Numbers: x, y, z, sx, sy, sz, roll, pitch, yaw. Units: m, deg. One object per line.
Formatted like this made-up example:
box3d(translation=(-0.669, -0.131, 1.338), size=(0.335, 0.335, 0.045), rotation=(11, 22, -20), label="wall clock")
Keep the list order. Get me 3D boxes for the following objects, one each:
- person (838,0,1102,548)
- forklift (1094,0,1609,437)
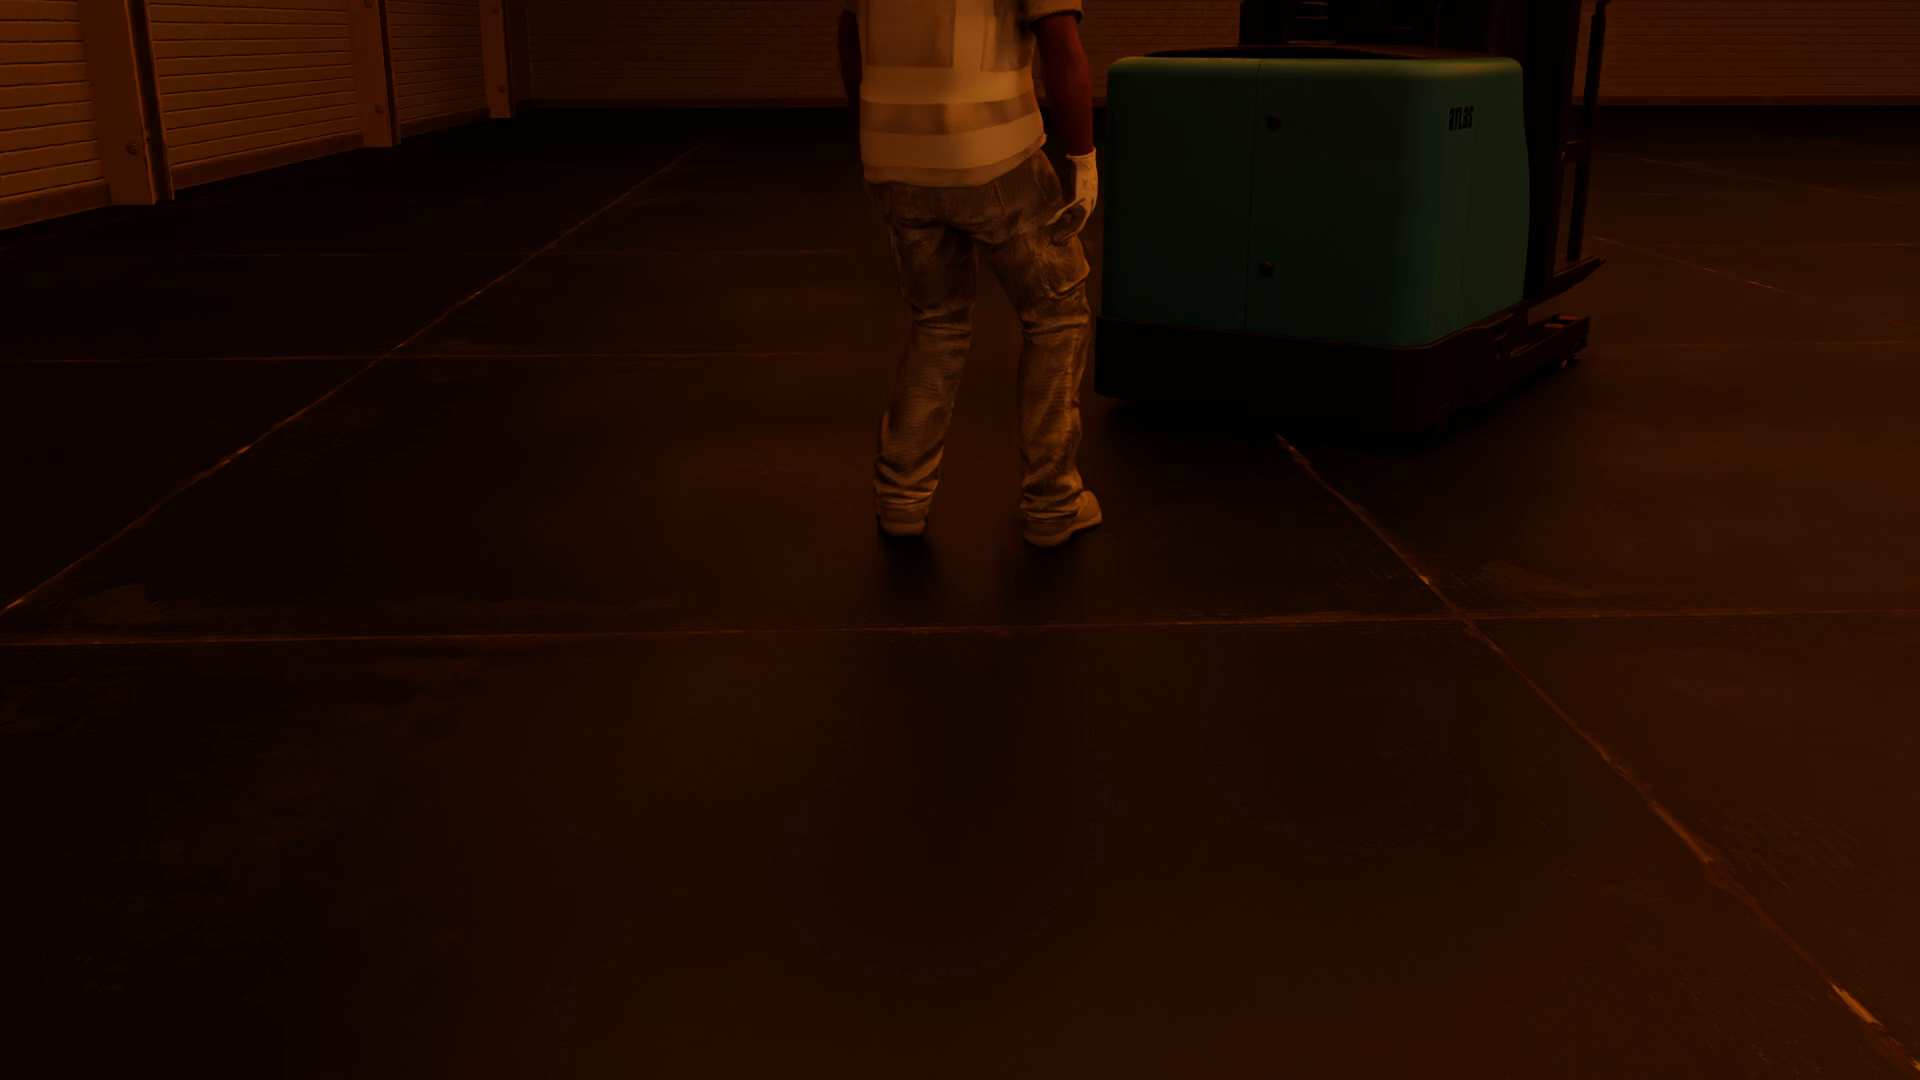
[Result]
box3d(translation=(0.040, -0.864, 3.756), size=(0.664, 1.756, 0.513), rotation=(12, 21, 34), label="person")
box3d(translation=(1.643, -2.074, 5.687), size=(1.130, 2.935, 3.031), rotation=(11, 20, 31), label="forklift")
